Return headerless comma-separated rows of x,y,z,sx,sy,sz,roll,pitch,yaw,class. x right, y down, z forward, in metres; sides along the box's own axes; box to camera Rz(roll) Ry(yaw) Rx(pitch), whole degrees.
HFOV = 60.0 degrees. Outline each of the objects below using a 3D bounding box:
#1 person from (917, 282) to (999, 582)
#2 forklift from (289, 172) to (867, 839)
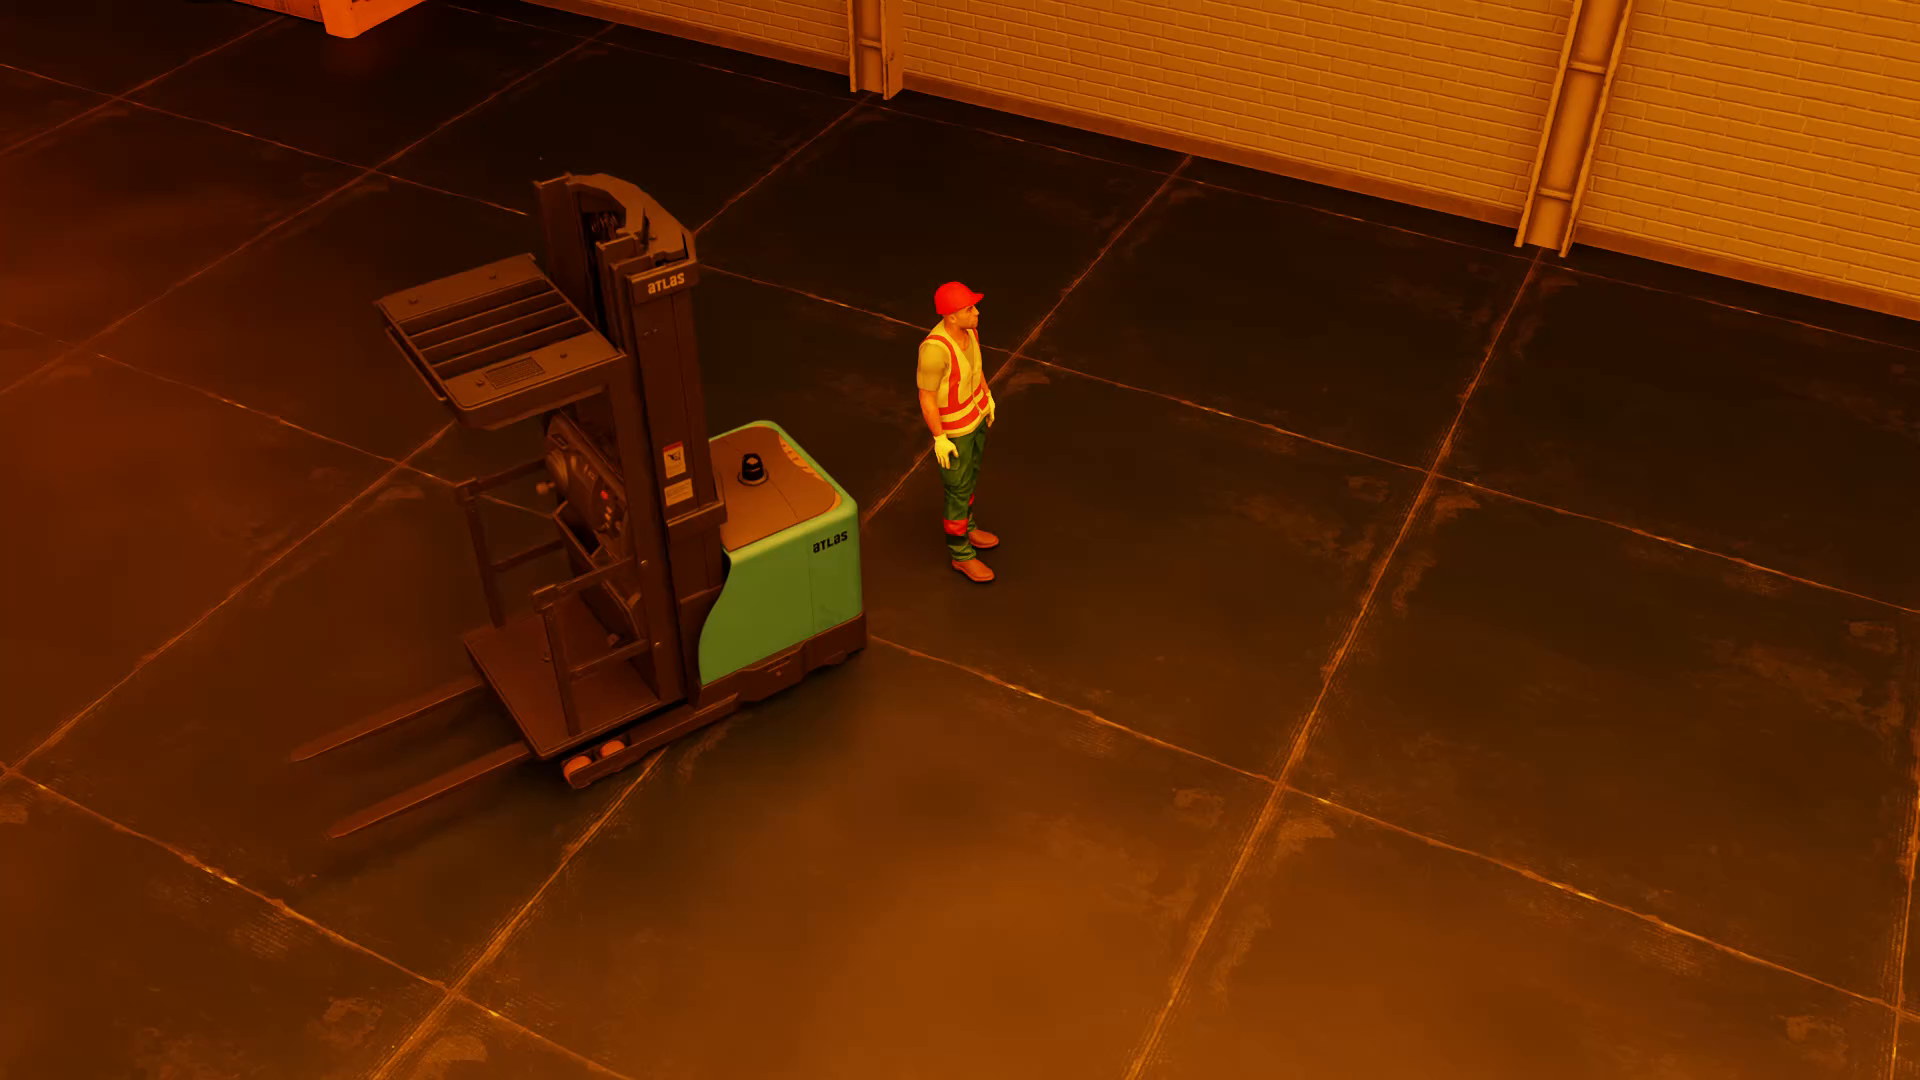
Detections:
0.065,-0.659,9.644,0.564,1.787,0.637,18,43,21,person
-2.035,-0.212,8.239,3.031,2.935,1.130,-24,46,-26,forklift
